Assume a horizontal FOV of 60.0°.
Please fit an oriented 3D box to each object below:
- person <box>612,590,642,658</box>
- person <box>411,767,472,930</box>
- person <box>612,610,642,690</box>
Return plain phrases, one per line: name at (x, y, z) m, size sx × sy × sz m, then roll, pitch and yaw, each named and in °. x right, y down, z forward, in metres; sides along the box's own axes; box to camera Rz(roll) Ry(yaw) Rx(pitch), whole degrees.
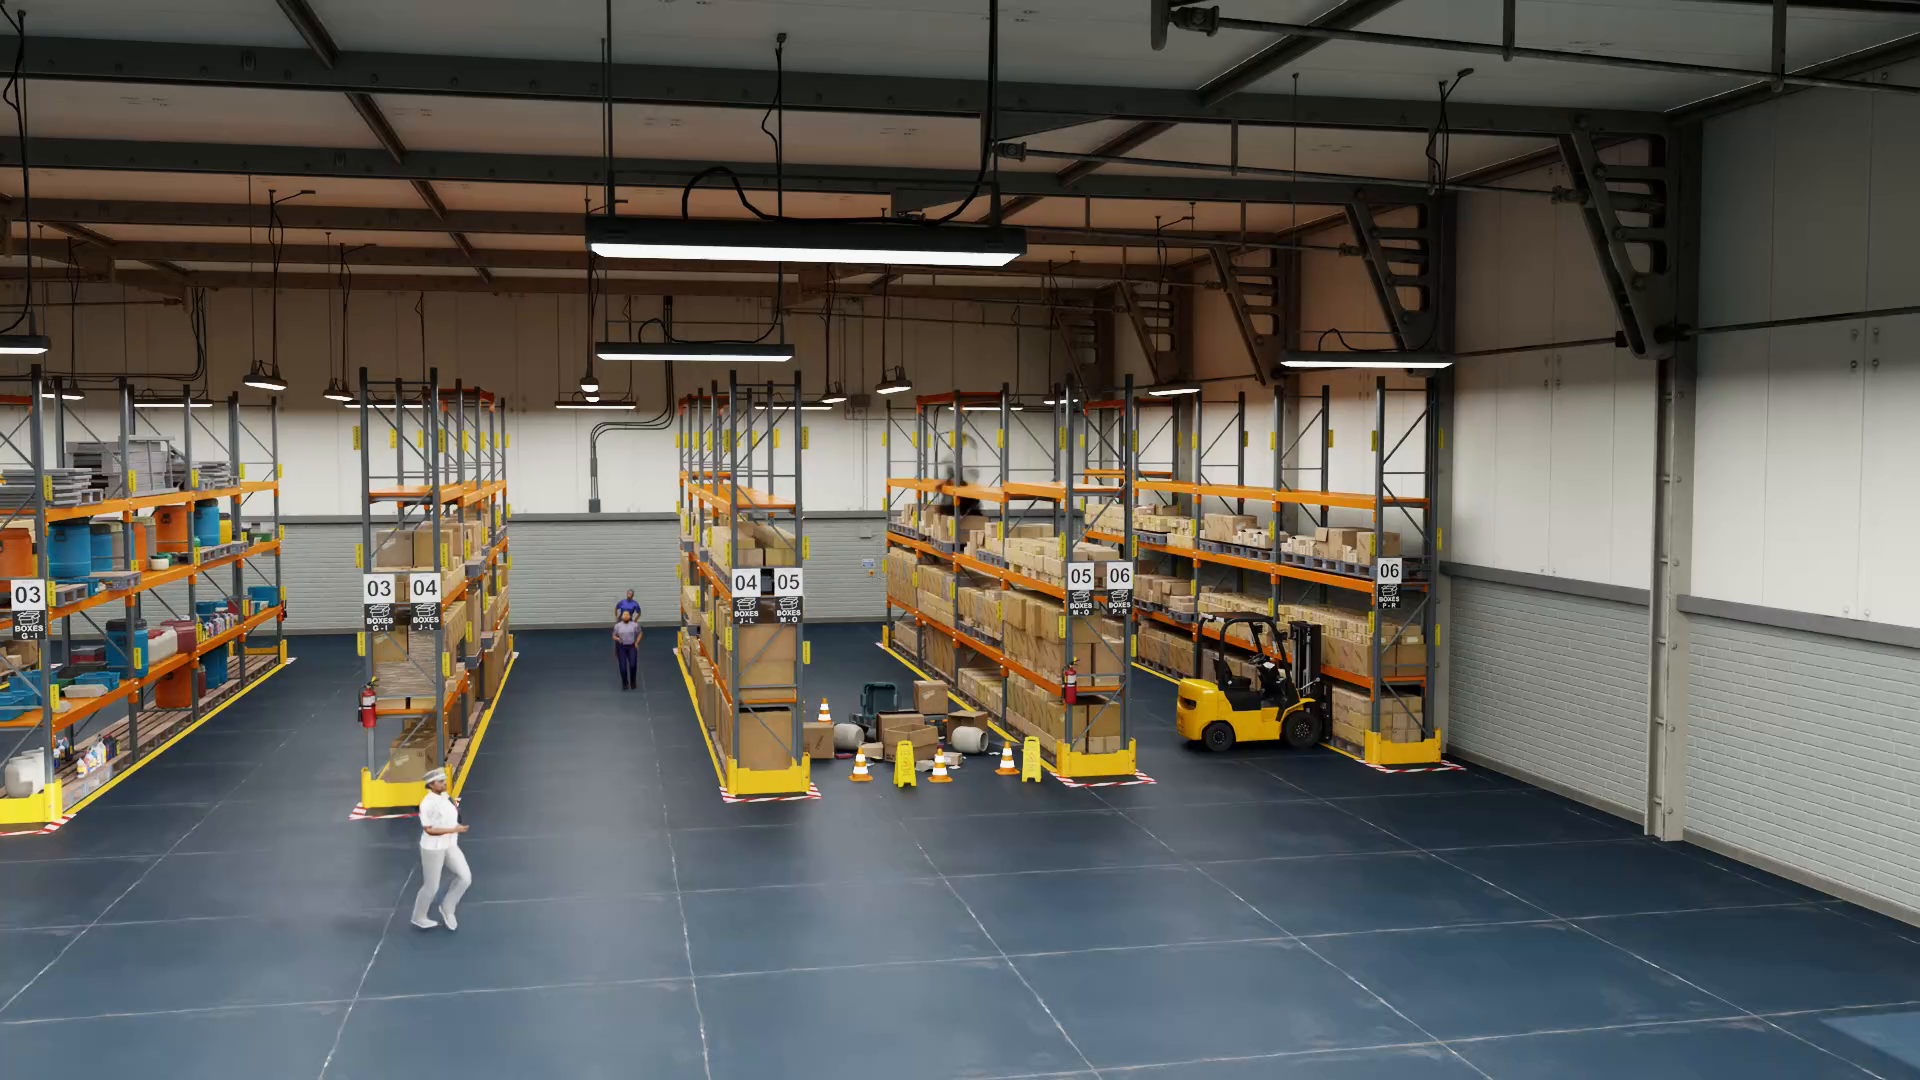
person at (-7.736, 1.934, 38.538) m, size 0.722 × 1.564 × 0.519 m, roll 0°, pitch 3°, yaw 3°
person at (-5.281, 3.149, 16.955) m, size 0.688 × 1.706 × 0.544 m, roll 1°, pitch 4°, yaw 20°
person at (-6.658, 2.217, 33.271) m, size 0.591 × 1.606 × 0.576 m, roll -1°, pitch 3°, yaw -9°
